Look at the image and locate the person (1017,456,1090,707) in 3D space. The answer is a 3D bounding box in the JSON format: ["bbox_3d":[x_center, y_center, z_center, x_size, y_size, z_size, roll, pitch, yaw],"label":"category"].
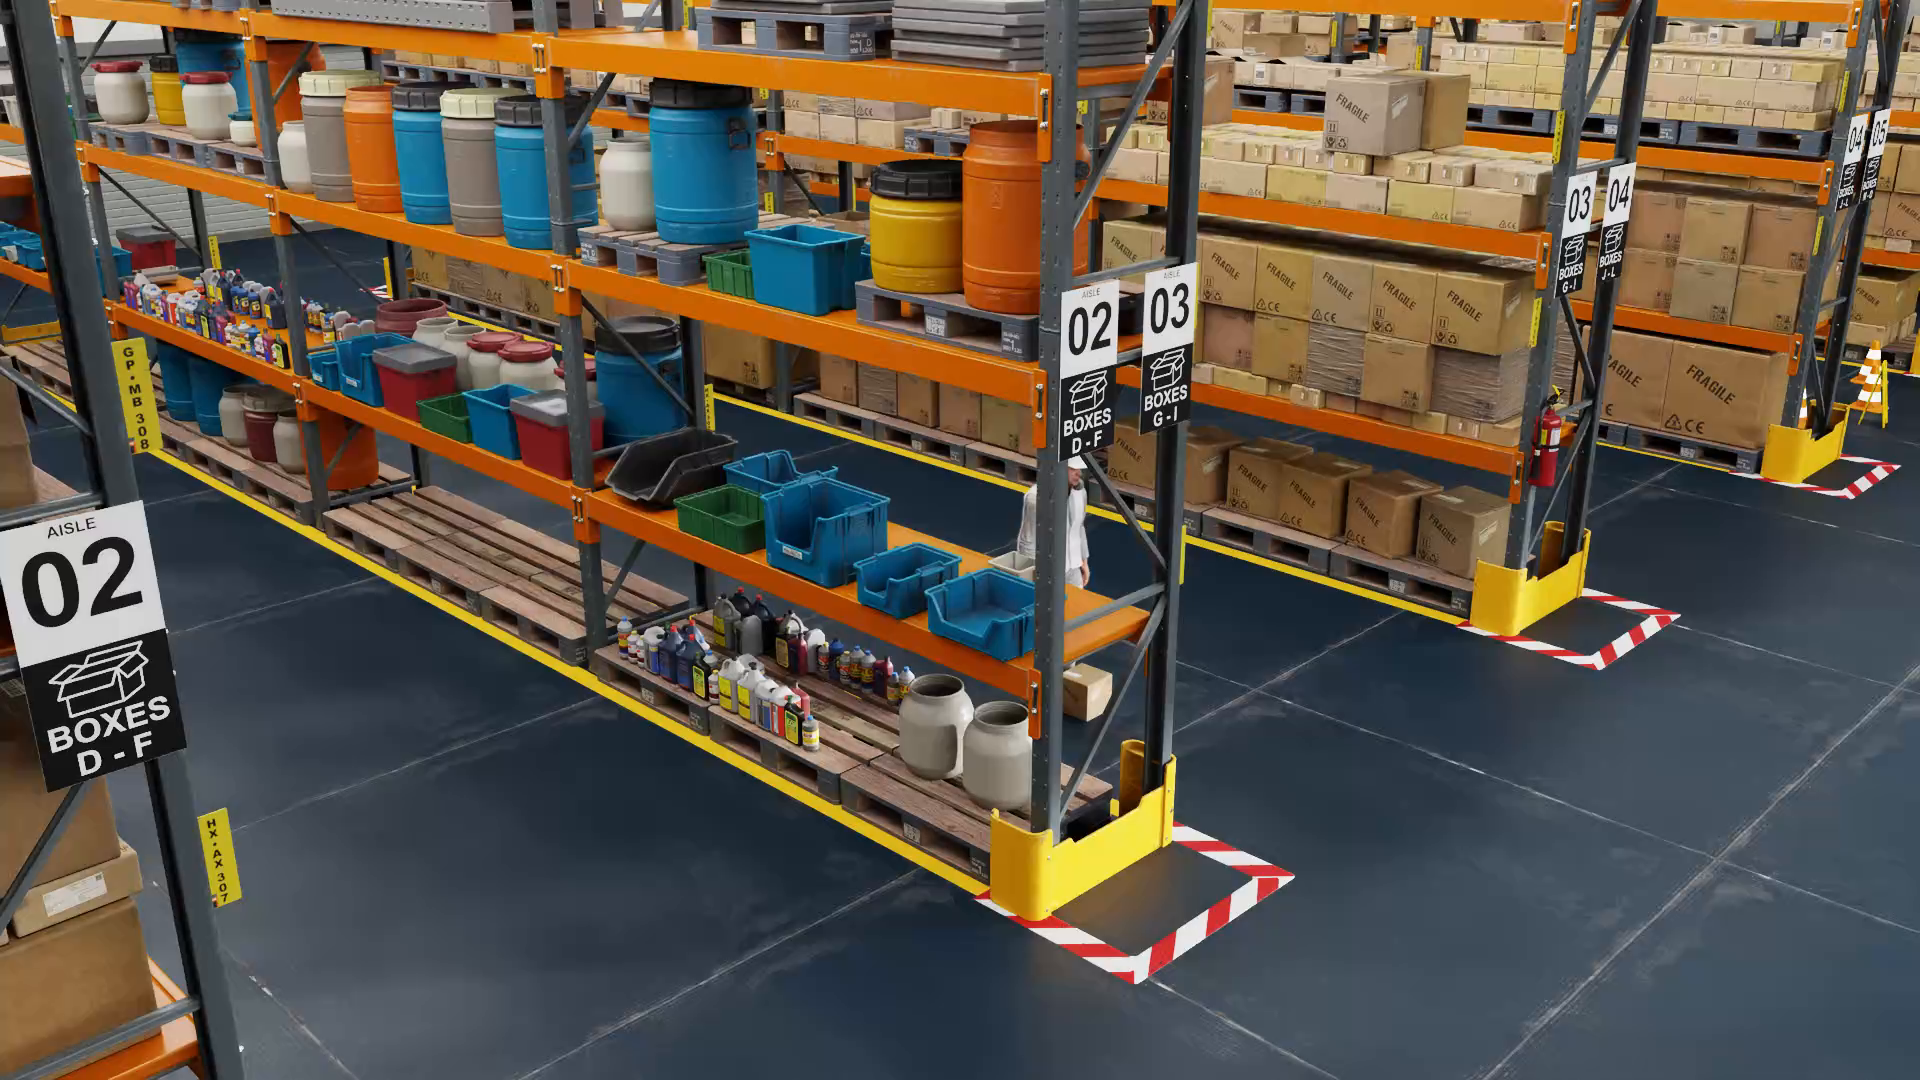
[{"bbox_3d":[0.603,0.198,10.508,0.462,1.772,0.580,19,27,41],"label":"person"}]
